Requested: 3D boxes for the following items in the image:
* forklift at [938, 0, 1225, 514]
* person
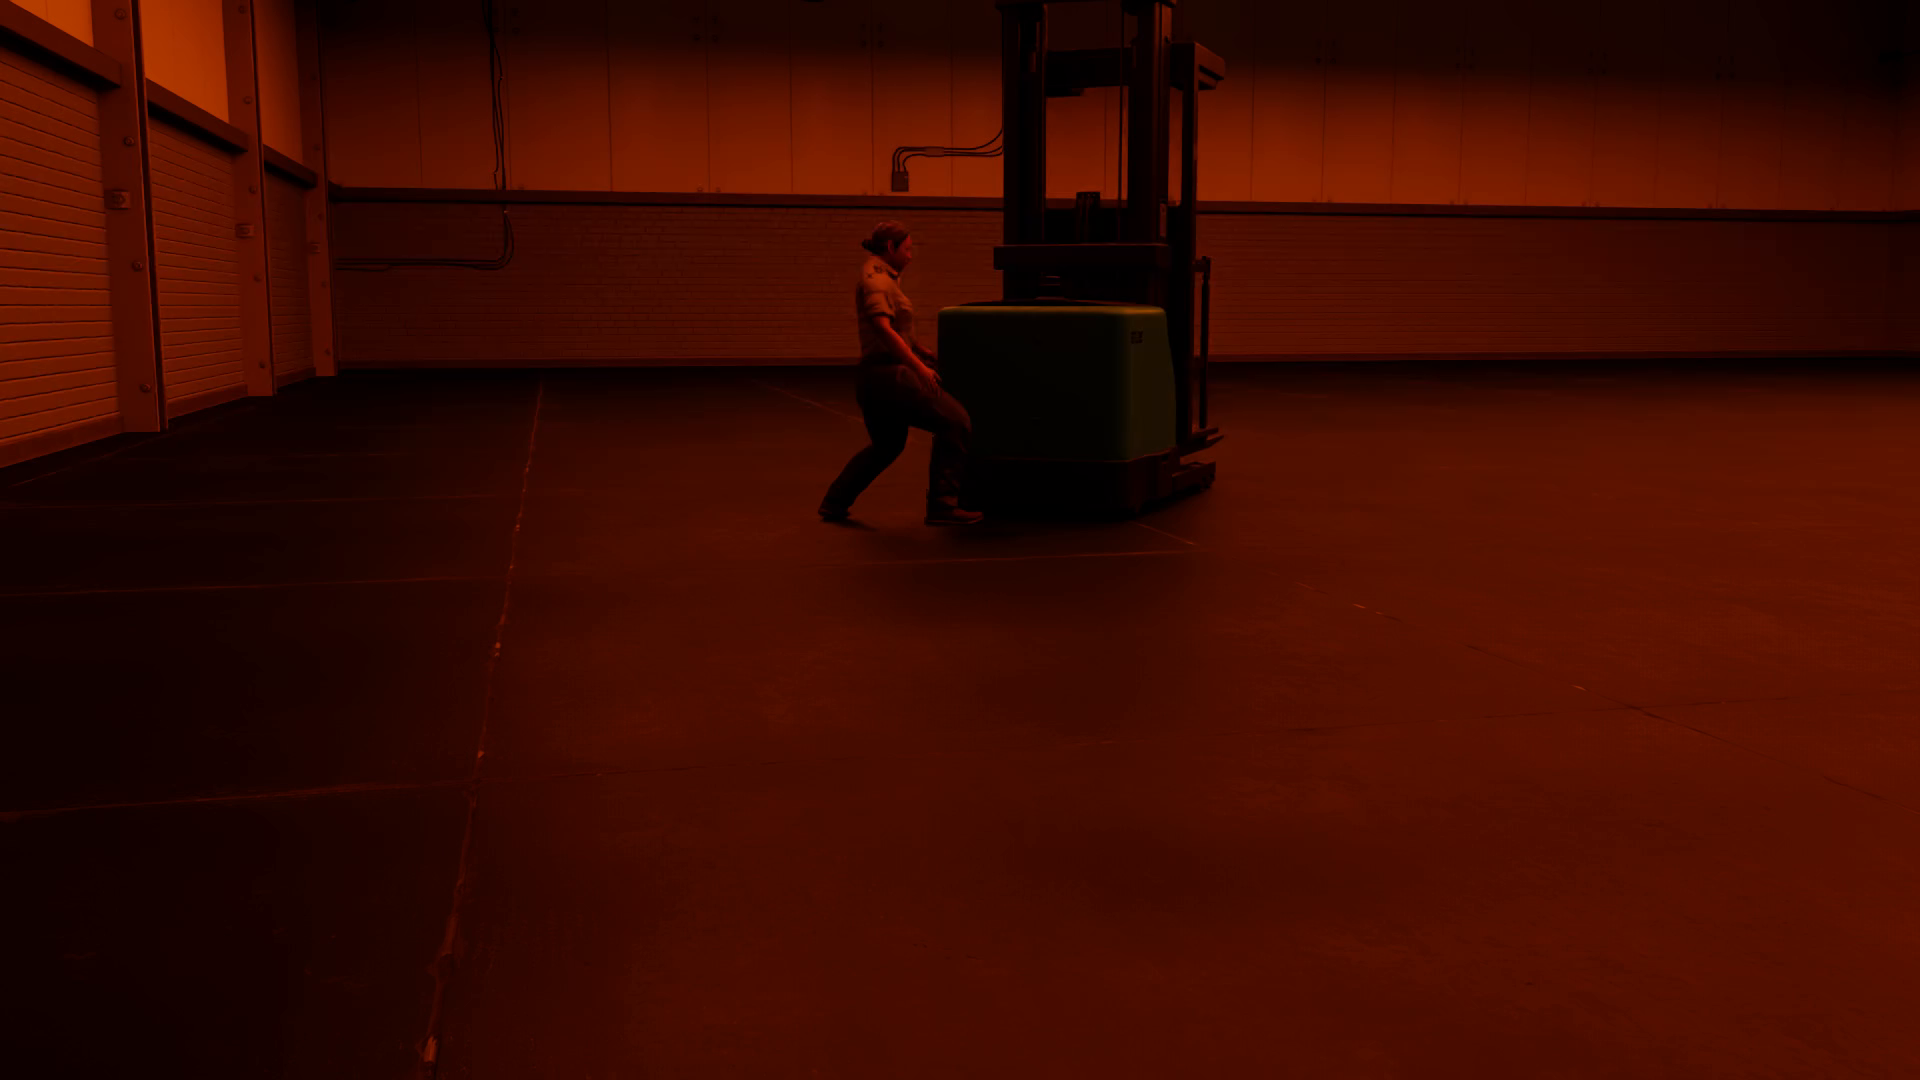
[{"bbox_3d":[0.881,-1.748,9.622,1.130,2.935,3.031,3,9,21],"label":"forklift"},{"bbox_3d":[-0.304,-0.799,8.184,0.779,1.526,0.928,-1,8,-6],"label":"person"}]
